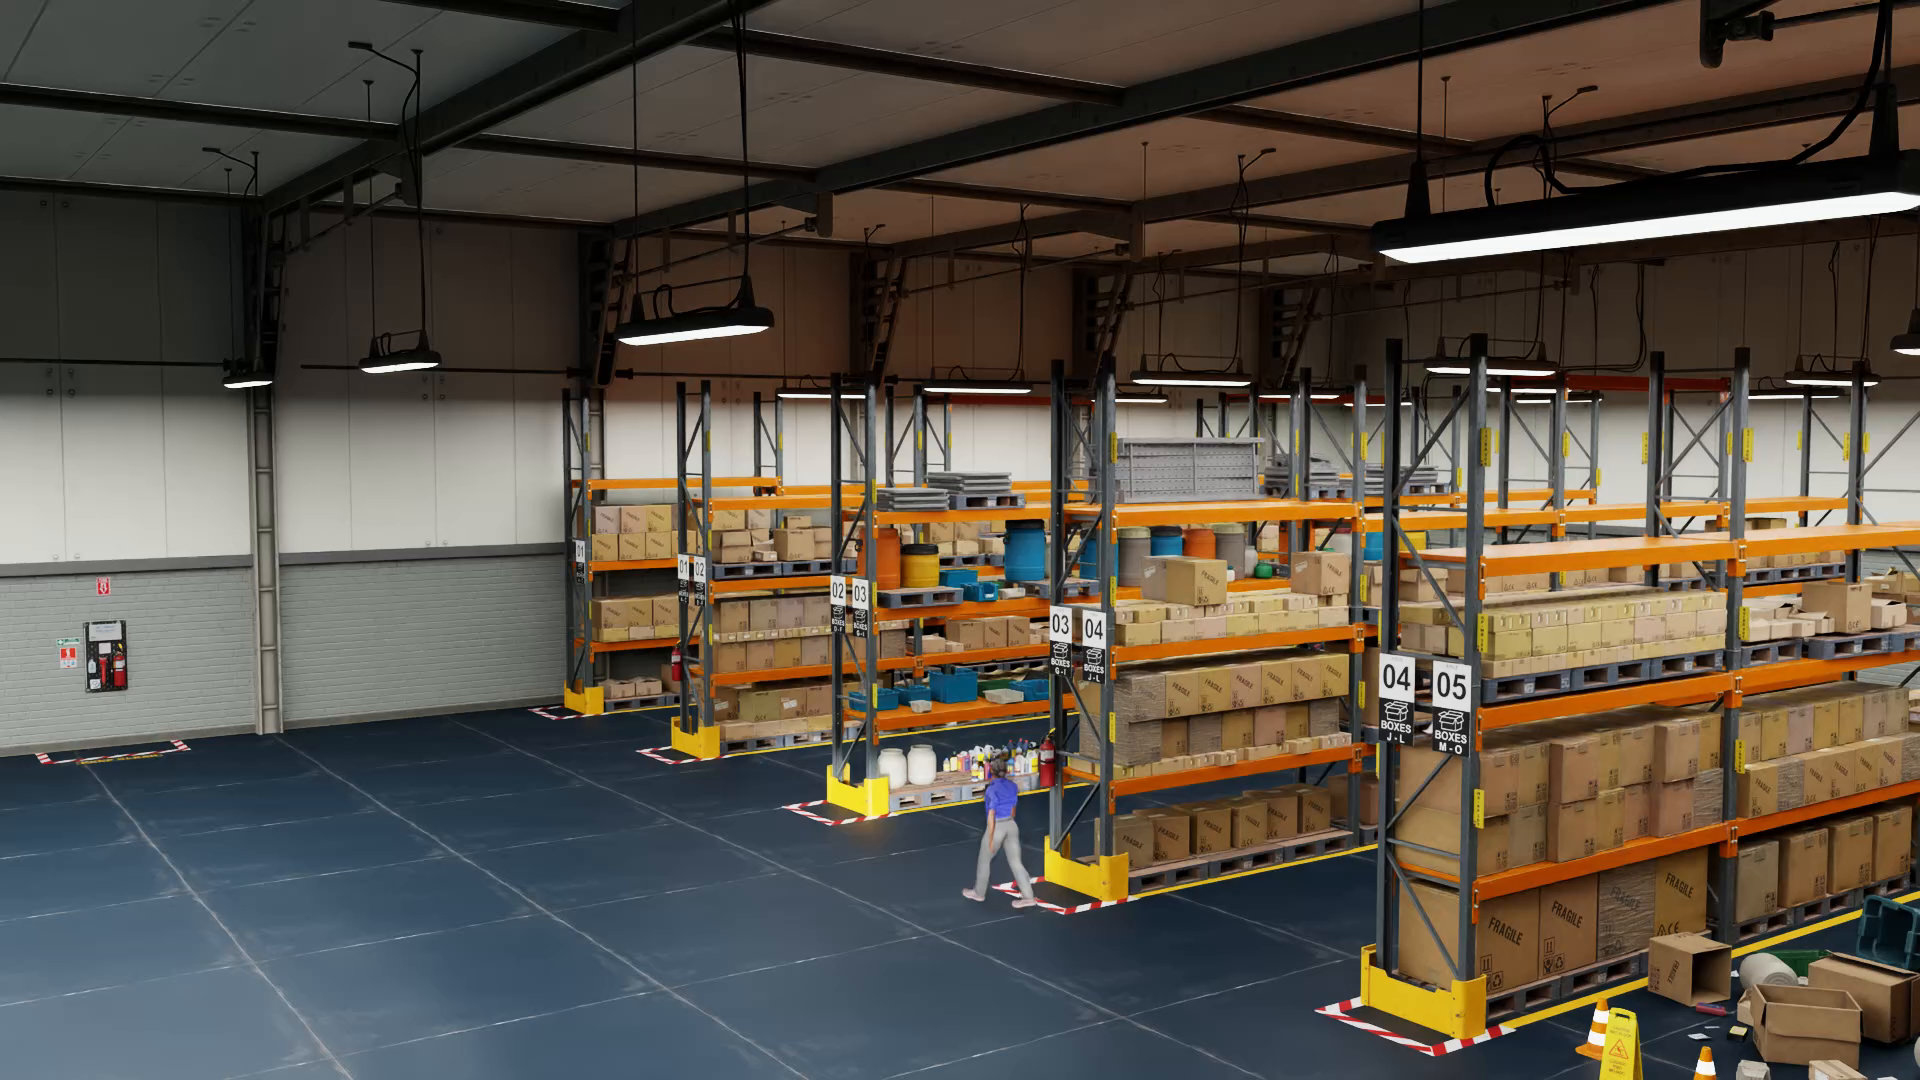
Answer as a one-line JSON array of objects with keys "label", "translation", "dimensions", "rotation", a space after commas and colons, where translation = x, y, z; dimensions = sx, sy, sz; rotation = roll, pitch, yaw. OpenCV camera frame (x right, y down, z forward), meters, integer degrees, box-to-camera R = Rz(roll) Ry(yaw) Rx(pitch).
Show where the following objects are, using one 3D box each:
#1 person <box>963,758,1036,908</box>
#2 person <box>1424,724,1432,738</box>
[{"label": "person", "translation": [0.441, 3.181, 18.156], "dimensions": [0.476, 1.608, 0.970], "rotation": [-3, 5, -36]}, {"label": "person", "translation": [5.598, 3.016, 19.733], "dimensions": [1.003, 1.712, 0.582], "rotation": [-2, 4, -23]}]
